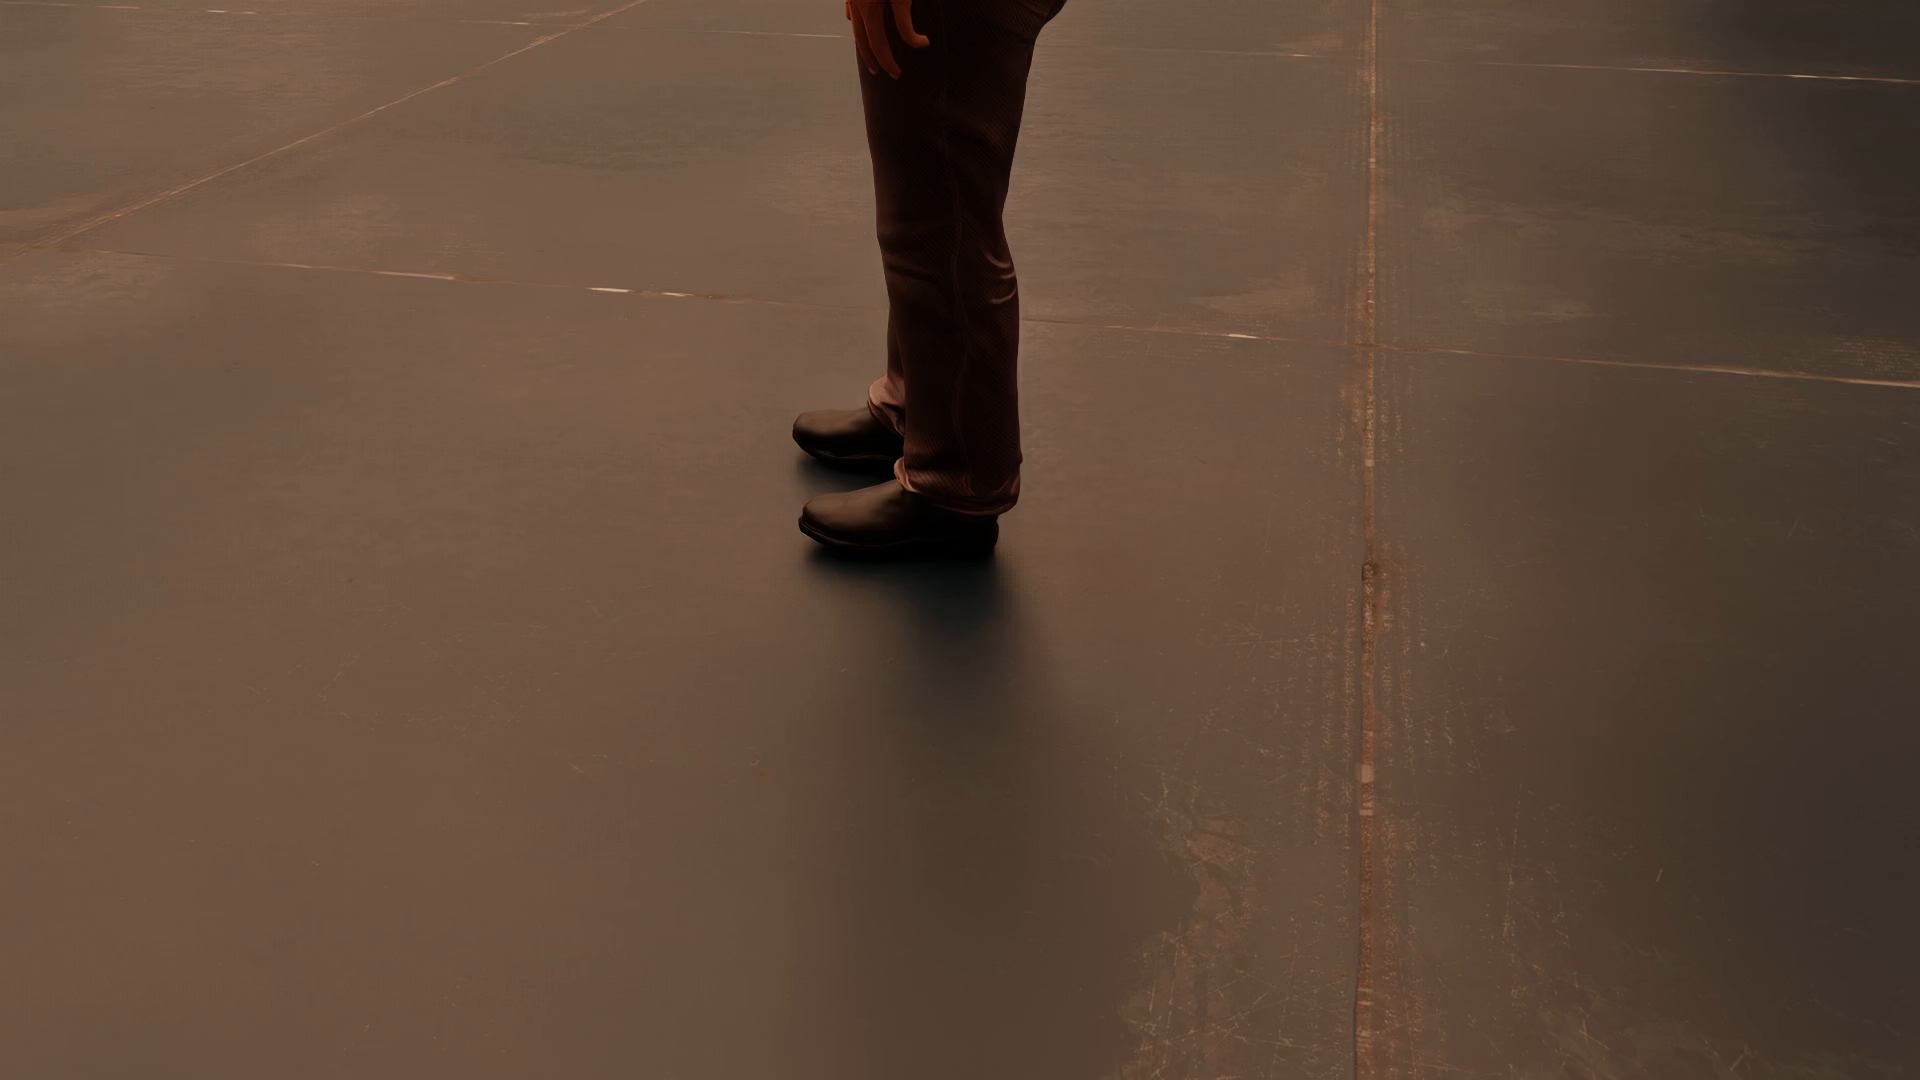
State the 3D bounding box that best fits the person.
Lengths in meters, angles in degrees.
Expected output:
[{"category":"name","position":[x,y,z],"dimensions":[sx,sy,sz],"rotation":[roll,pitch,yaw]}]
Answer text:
[{"category":"person","position":[-0.067,-0.753,2.145],"dimensions":[0.551,1.650,0.633],"rotation":[6,27,11]}]
